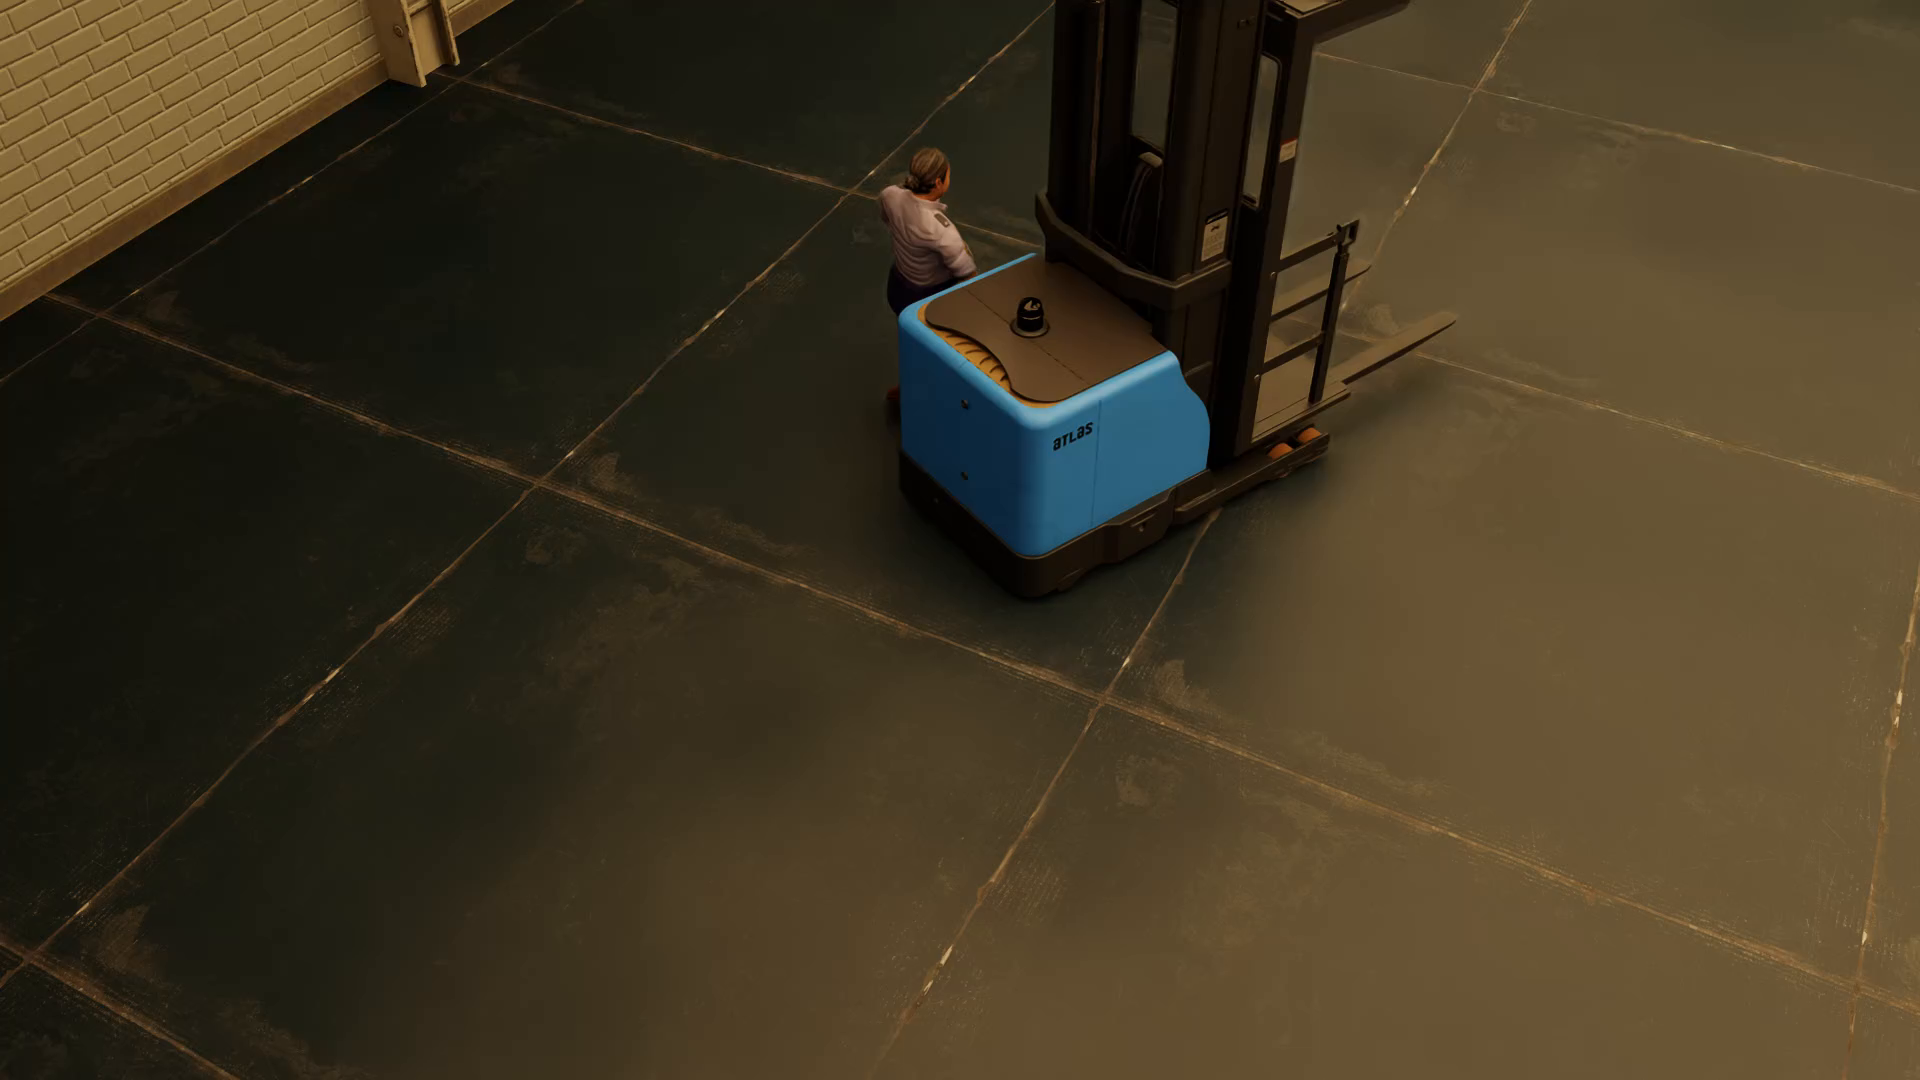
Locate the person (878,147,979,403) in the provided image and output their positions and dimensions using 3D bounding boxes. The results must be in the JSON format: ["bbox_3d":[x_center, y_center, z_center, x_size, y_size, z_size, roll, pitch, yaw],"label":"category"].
[{"bbox_3d":[0.000,-1.226,7.960,0.640,1.550,0.763,-24,48,-23],"label":"person"}]

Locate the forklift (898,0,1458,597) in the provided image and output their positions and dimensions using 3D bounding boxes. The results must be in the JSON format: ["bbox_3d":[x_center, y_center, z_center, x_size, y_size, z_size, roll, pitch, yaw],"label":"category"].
[{"bbox_3d":[1.196,-1.637,7.391,3.031,2.935,1.130,-27,50,-26],"label":"forklift"}]
